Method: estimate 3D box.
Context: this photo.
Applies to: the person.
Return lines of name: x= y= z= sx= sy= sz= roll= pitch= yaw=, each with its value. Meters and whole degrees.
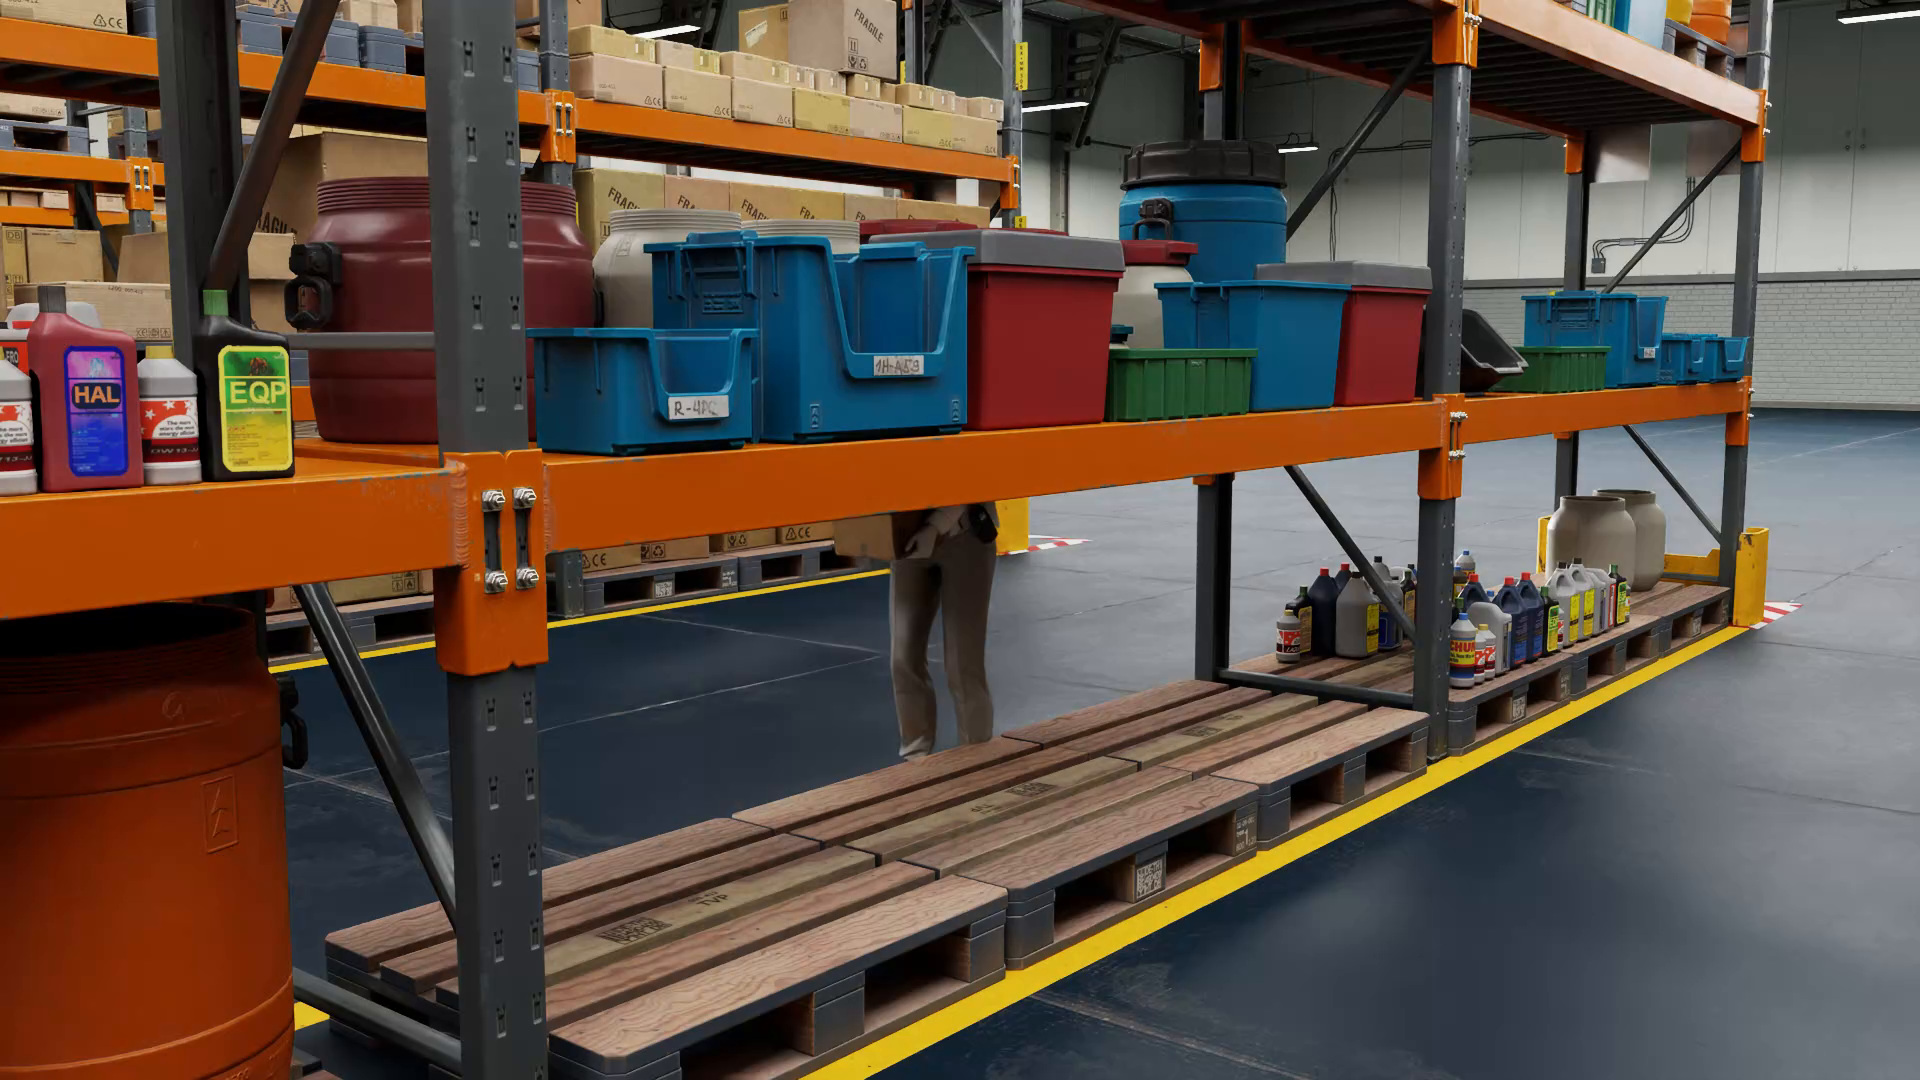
person: x=-0.110 y=0.033 z=5.373 sx=0.446 sy=1.691 sz=0.518 roll=5 pitch=9 yaw=38
